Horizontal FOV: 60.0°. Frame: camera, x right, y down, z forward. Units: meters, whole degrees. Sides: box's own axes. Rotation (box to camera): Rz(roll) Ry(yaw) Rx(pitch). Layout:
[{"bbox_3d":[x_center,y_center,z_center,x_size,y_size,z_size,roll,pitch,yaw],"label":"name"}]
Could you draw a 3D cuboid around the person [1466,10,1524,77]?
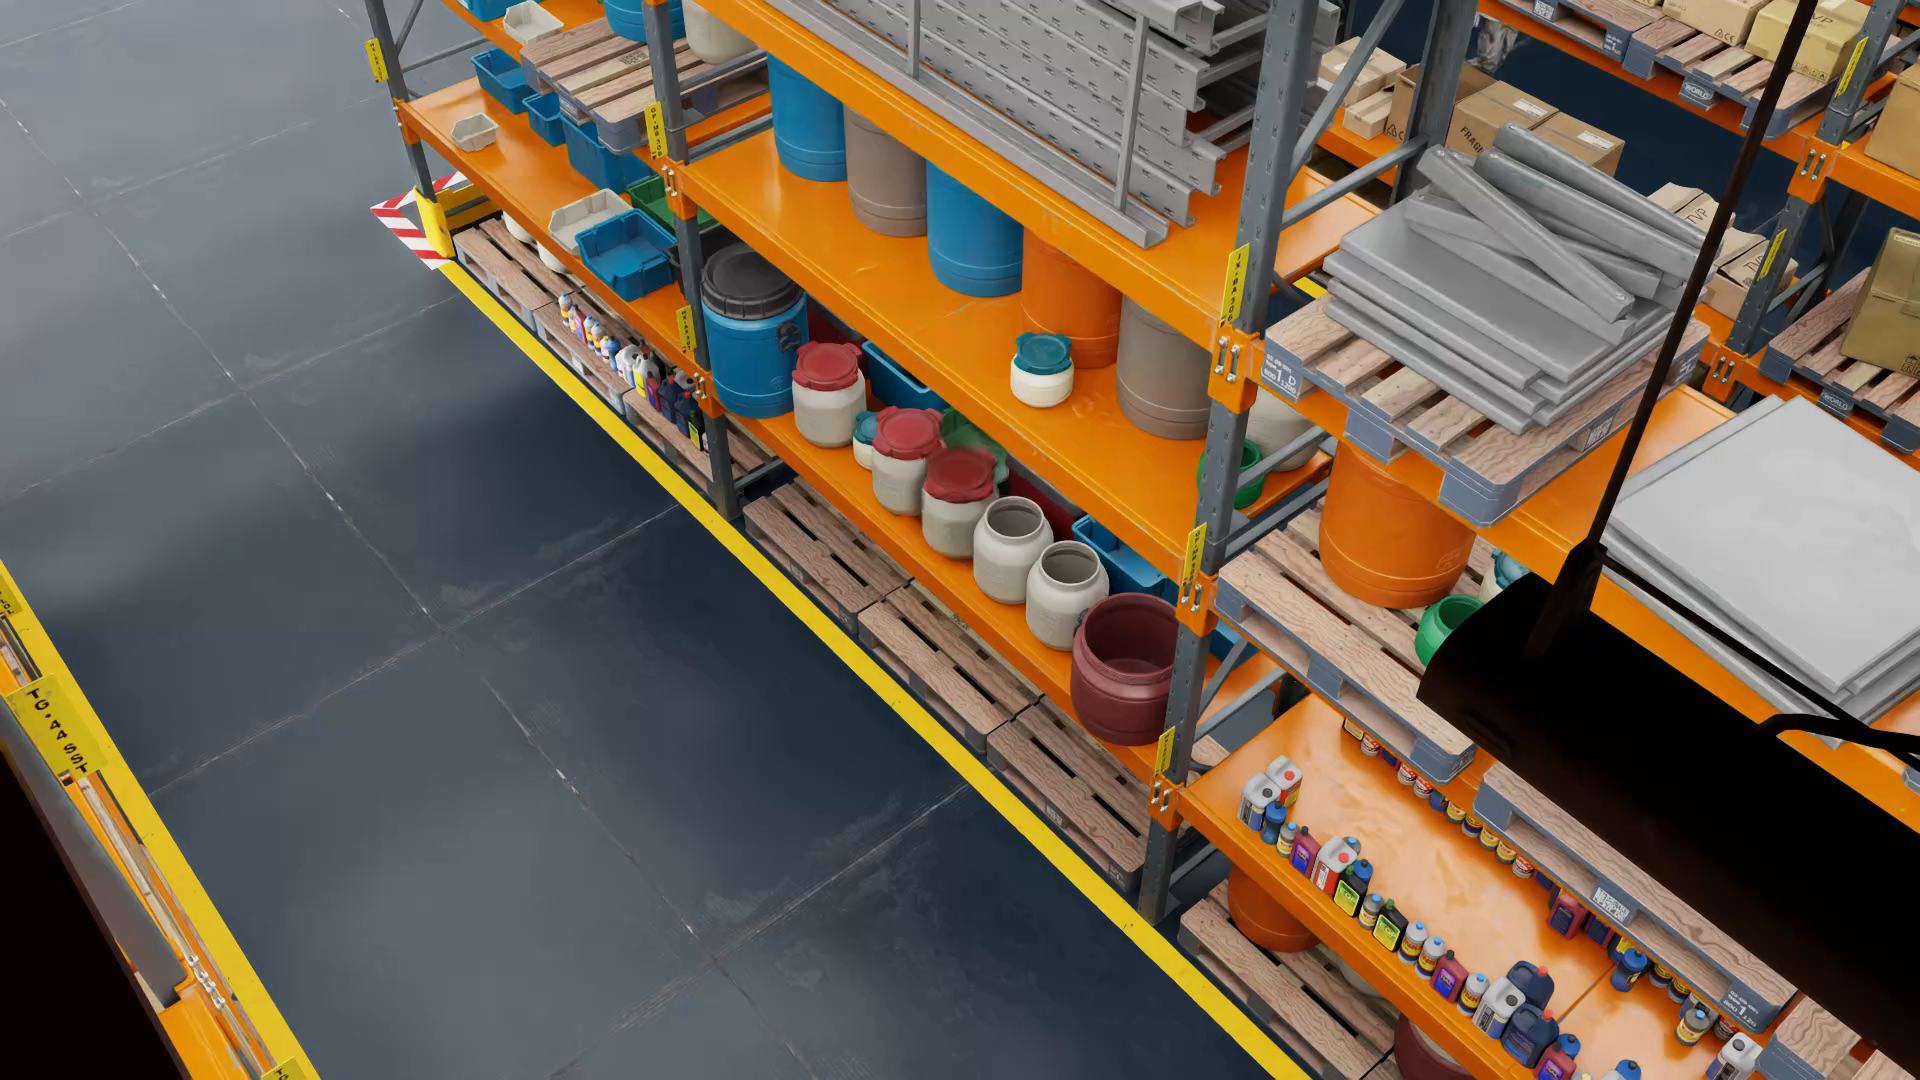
[{"bbox_3d":[4.549,-4.415,13.943,0.594,1.772,0.545,-21,50,-19],"label":"person"}]
